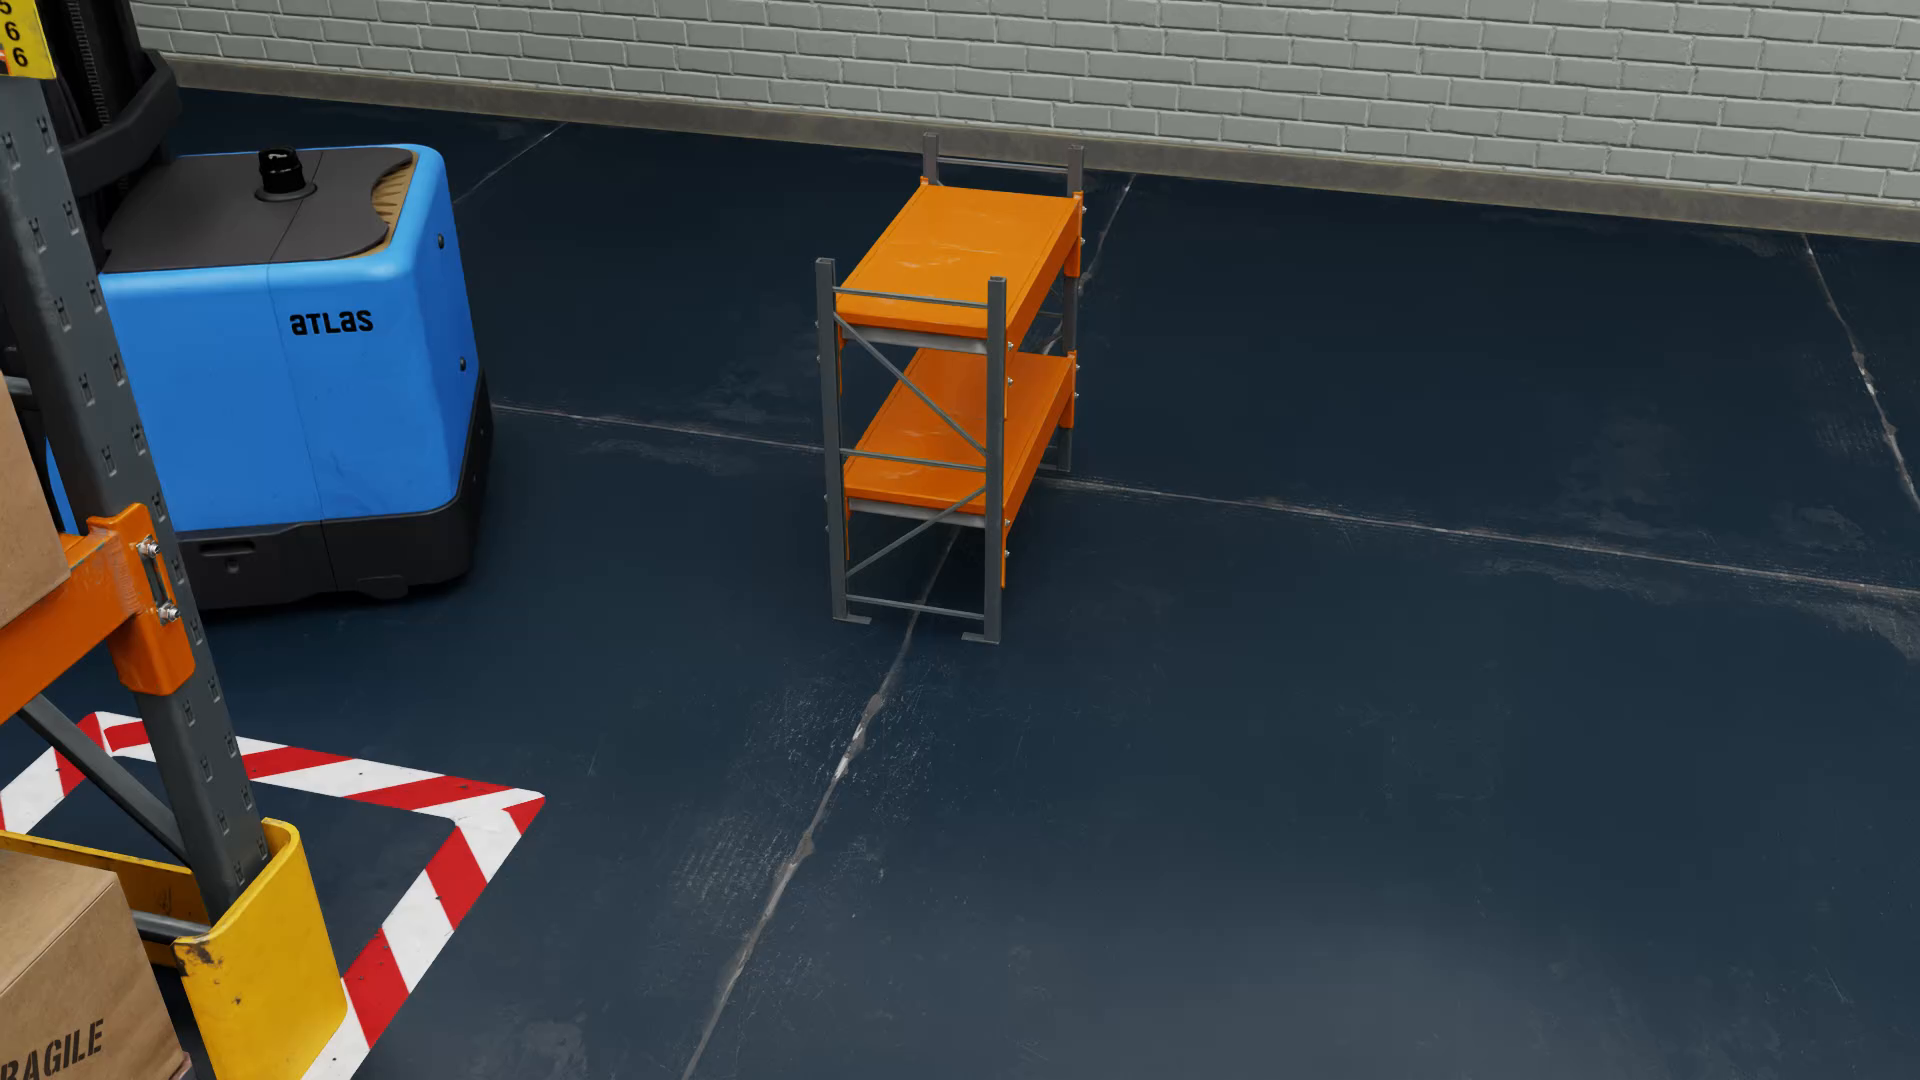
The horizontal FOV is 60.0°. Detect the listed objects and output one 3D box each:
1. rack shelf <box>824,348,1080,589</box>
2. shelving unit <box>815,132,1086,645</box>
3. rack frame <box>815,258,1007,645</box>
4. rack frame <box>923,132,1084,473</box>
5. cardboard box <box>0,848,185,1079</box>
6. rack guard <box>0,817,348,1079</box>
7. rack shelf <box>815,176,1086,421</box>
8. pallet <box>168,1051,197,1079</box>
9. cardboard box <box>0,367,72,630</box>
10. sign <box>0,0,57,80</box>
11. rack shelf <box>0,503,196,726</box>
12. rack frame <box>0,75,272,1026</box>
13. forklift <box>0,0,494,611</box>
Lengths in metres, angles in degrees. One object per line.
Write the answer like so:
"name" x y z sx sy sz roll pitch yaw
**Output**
"rack shelf" 0.002 -0.272 5.085 0.538 0.278 1.000 8 33 12
"shelving unit" 0.002 -0.478 4.954 0.538 1.125 1.048 8 33 12
"rack frame" -0.127 -0.214 4.539 0.500 1.125 0.032 8 33 12
"rack frame" 0.131 -0.742 5.369 0.500 1.125 0.032 8 33 12
"cardboard box" -1.812 0.898 2.962 0.500 0.500 0.500 8 33 12
"rack guard" -1.932 0.807 3.514 1.175 0.500 0.348 8 33 12
"rack shelf" 0.002 -0.725 4.797 0.538 0.278 1.000 8 33 12
"pallet" -2.133 1.343 2.941 1.003 0.211 1.213 8 33 12
"cardboard box" -1.763 -0.060 2.455 0.500 0.500 0.500 9 34 14
"sign" -1.381 -0.823 2.375 0.100 0.325 0.005 8 33 12
"rack shelf" -2.420 1.054 1.466 1.077 0.370 4.000 8 33 12
"rack frame" -1.912 -0.287 2.906 1.000 3.000 0.127 8 33 12
"forklift" -3.030 -1.204 4.413 3.031 2.935 1.130 -5 33 -8
